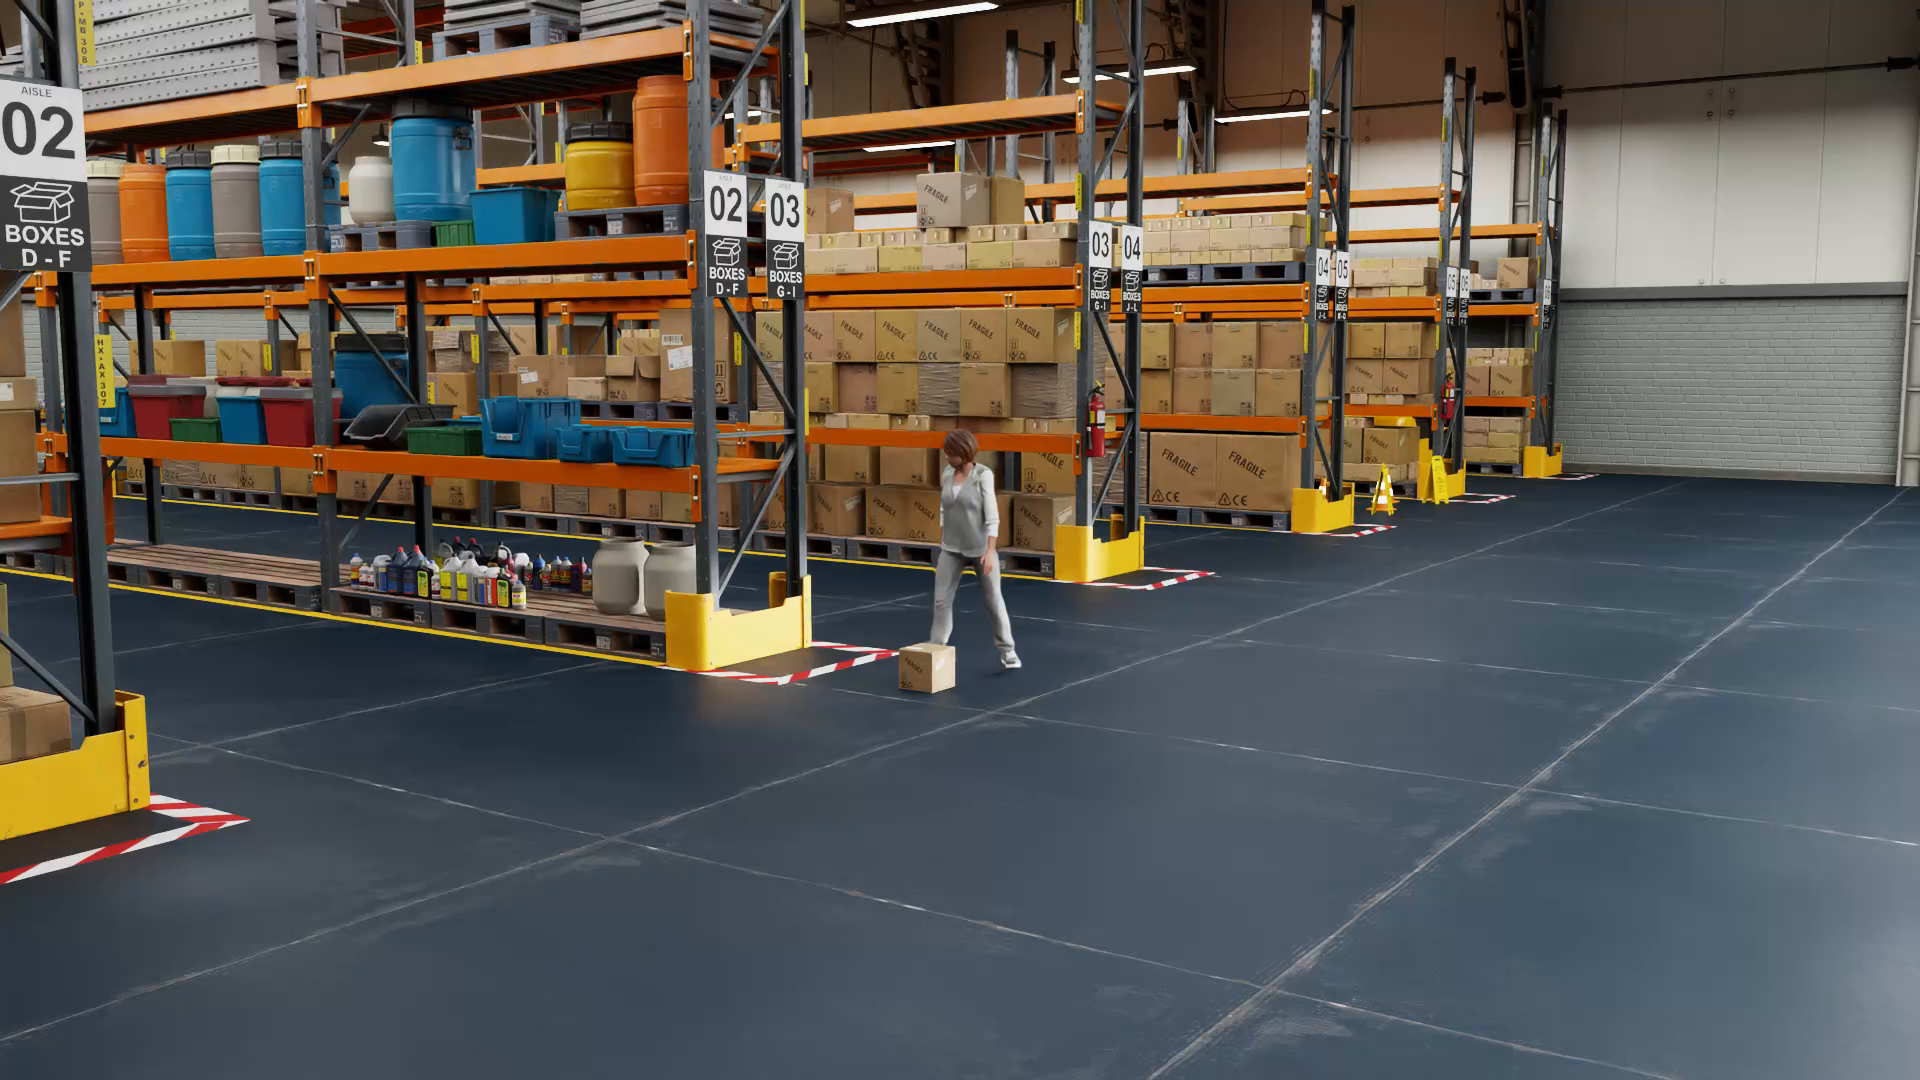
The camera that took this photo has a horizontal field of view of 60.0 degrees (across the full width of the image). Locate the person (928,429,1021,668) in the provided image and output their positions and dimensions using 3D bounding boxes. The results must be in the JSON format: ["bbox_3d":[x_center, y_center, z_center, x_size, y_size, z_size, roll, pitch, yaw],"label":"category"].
[{"bbox_3d":[0.056,0.080,10.494,0.538,1.545,0.799,3,7,23],"label":"person"}]
